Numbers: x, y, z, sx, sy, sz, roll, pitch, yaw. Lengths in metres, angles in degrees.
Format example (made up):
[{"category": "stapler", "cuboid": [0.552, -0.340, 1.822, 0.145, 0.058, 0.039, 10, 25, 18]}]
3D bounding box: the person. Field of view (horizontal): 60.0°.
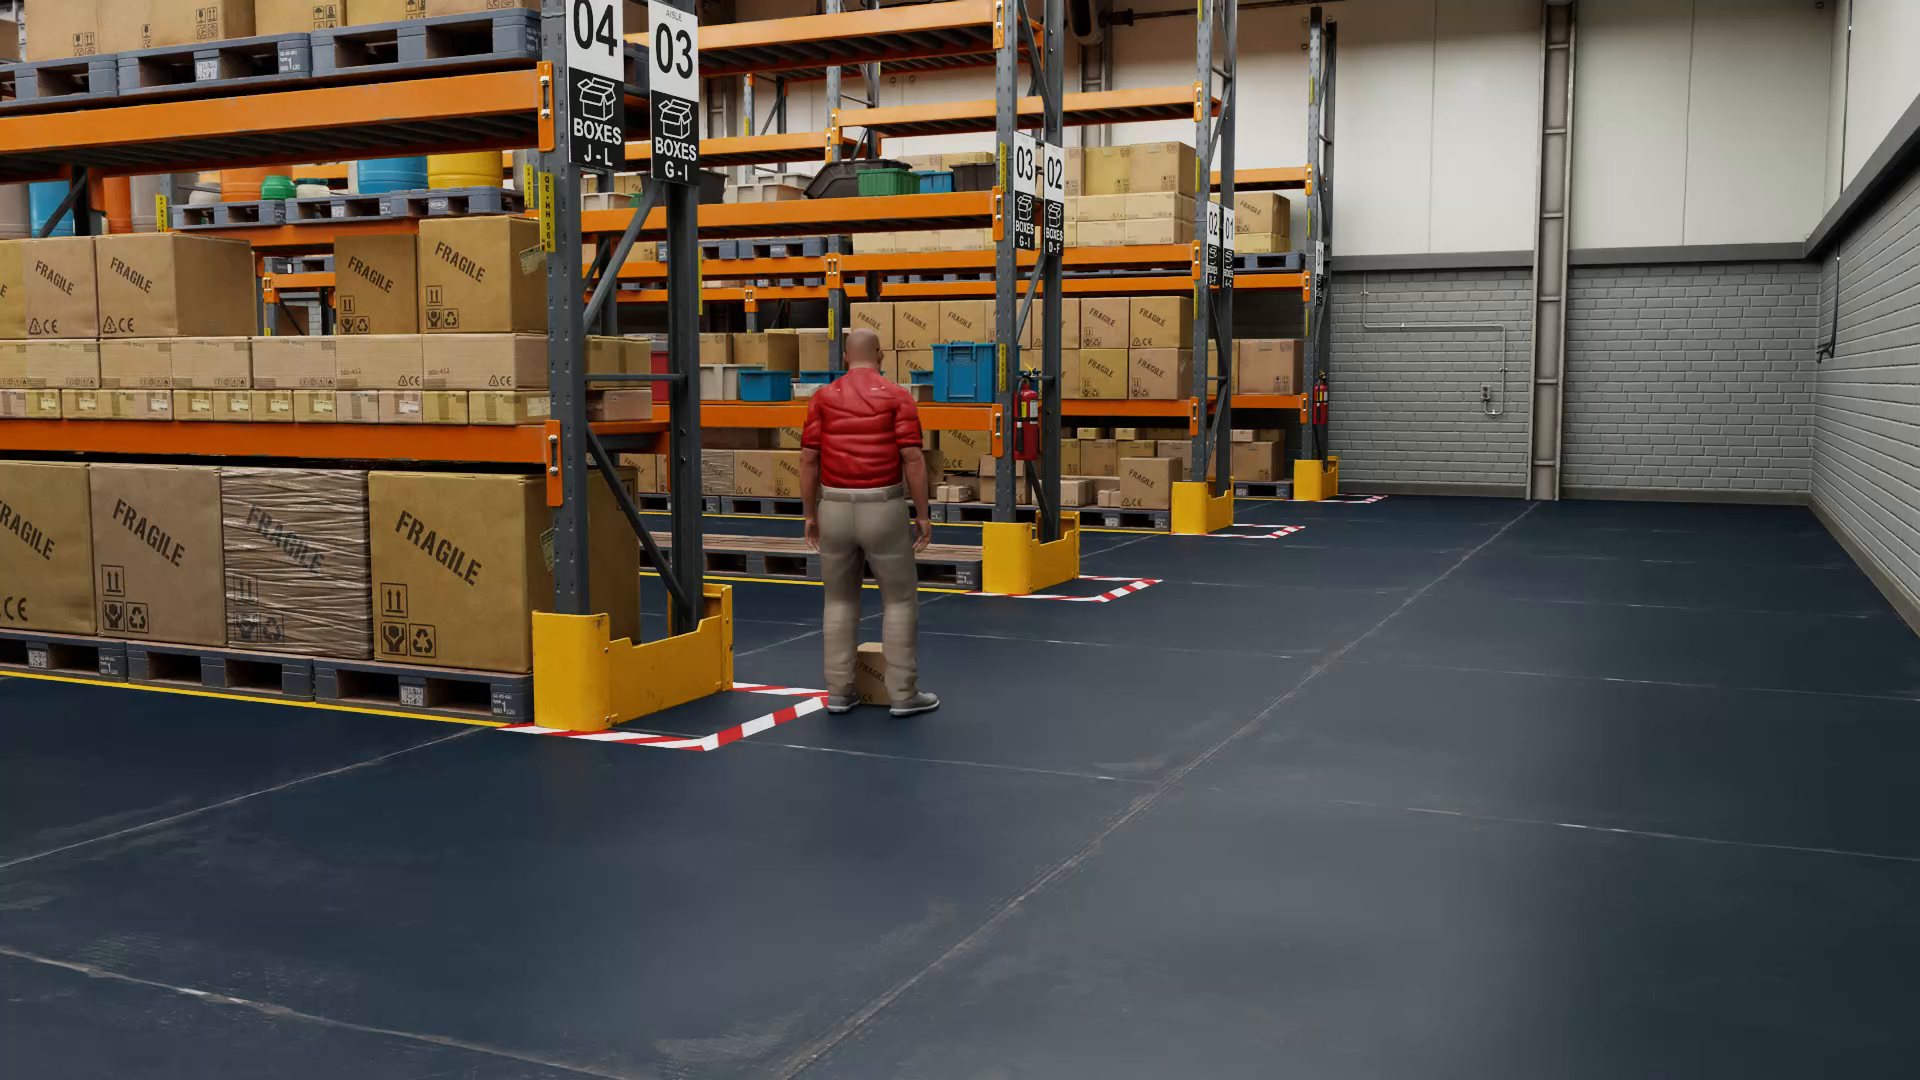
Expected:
[{"category": "person", "cuboid": [-0.420, -0.085, 7.480, 0.607, 1.728, 0.387, 1, 6, 14]}]
